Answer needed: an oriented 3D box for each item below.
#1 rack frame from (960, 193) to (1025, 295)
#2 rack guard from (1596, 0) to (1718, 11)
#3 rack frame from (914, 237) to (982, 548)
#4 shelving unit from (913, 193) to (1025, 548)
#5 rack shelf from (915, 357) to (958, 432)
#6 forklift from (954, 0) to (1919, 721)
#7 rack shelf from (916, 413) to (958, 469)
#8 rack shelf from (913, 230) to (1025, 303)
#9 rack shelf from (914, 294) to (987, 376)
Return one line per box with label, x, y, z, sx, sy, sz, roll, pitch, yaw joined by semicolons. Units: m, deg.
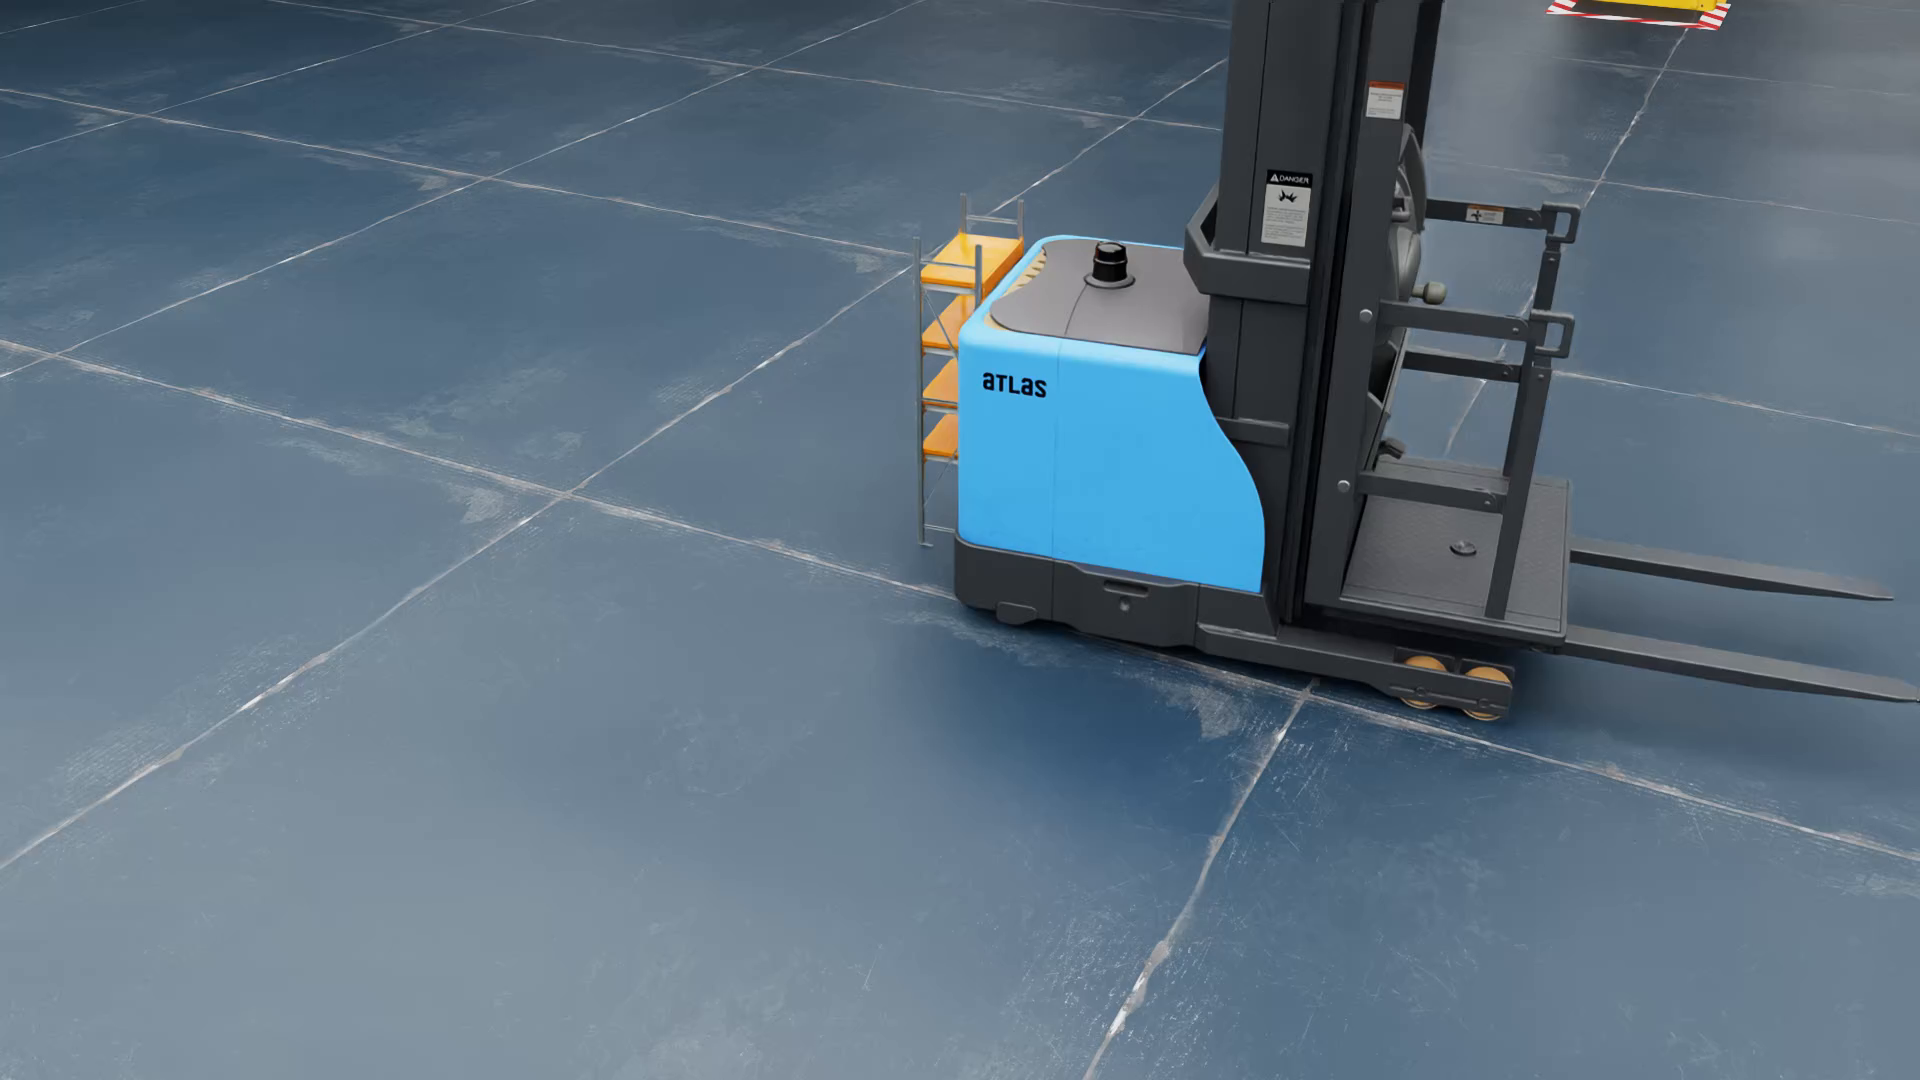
rack frame;0.116;-0.714;6.289;0.240;1.200;0.015;10;31;16
rack guard;5.890;-4.866;14.222;1.175;0.500;0.348;14;33;23
rack frame;-0.041;-0.484;5.888;0.240;1.200;0.015;10;31;16
shelving unit;0.038;-0.599;6.089;0.258;1.200;0.503;10;31;16
rack shelf;0.037;-0.541;6.122;0.258;0.148;0.480;10;31;16
forklift;1.554;-0.999;5.046;3.031;2.935;1.130;10;31;16
rack shelf;0.037;-0.369;6.221;0.258;0.148;0.480;10;31;16
rack shelf;0.038;-0.940;5.893;0.258;0.148;0.480;10;31;16
rack shelf;0.038;-0.735;6.011;0.258;0.148;0.480;10;31;16
